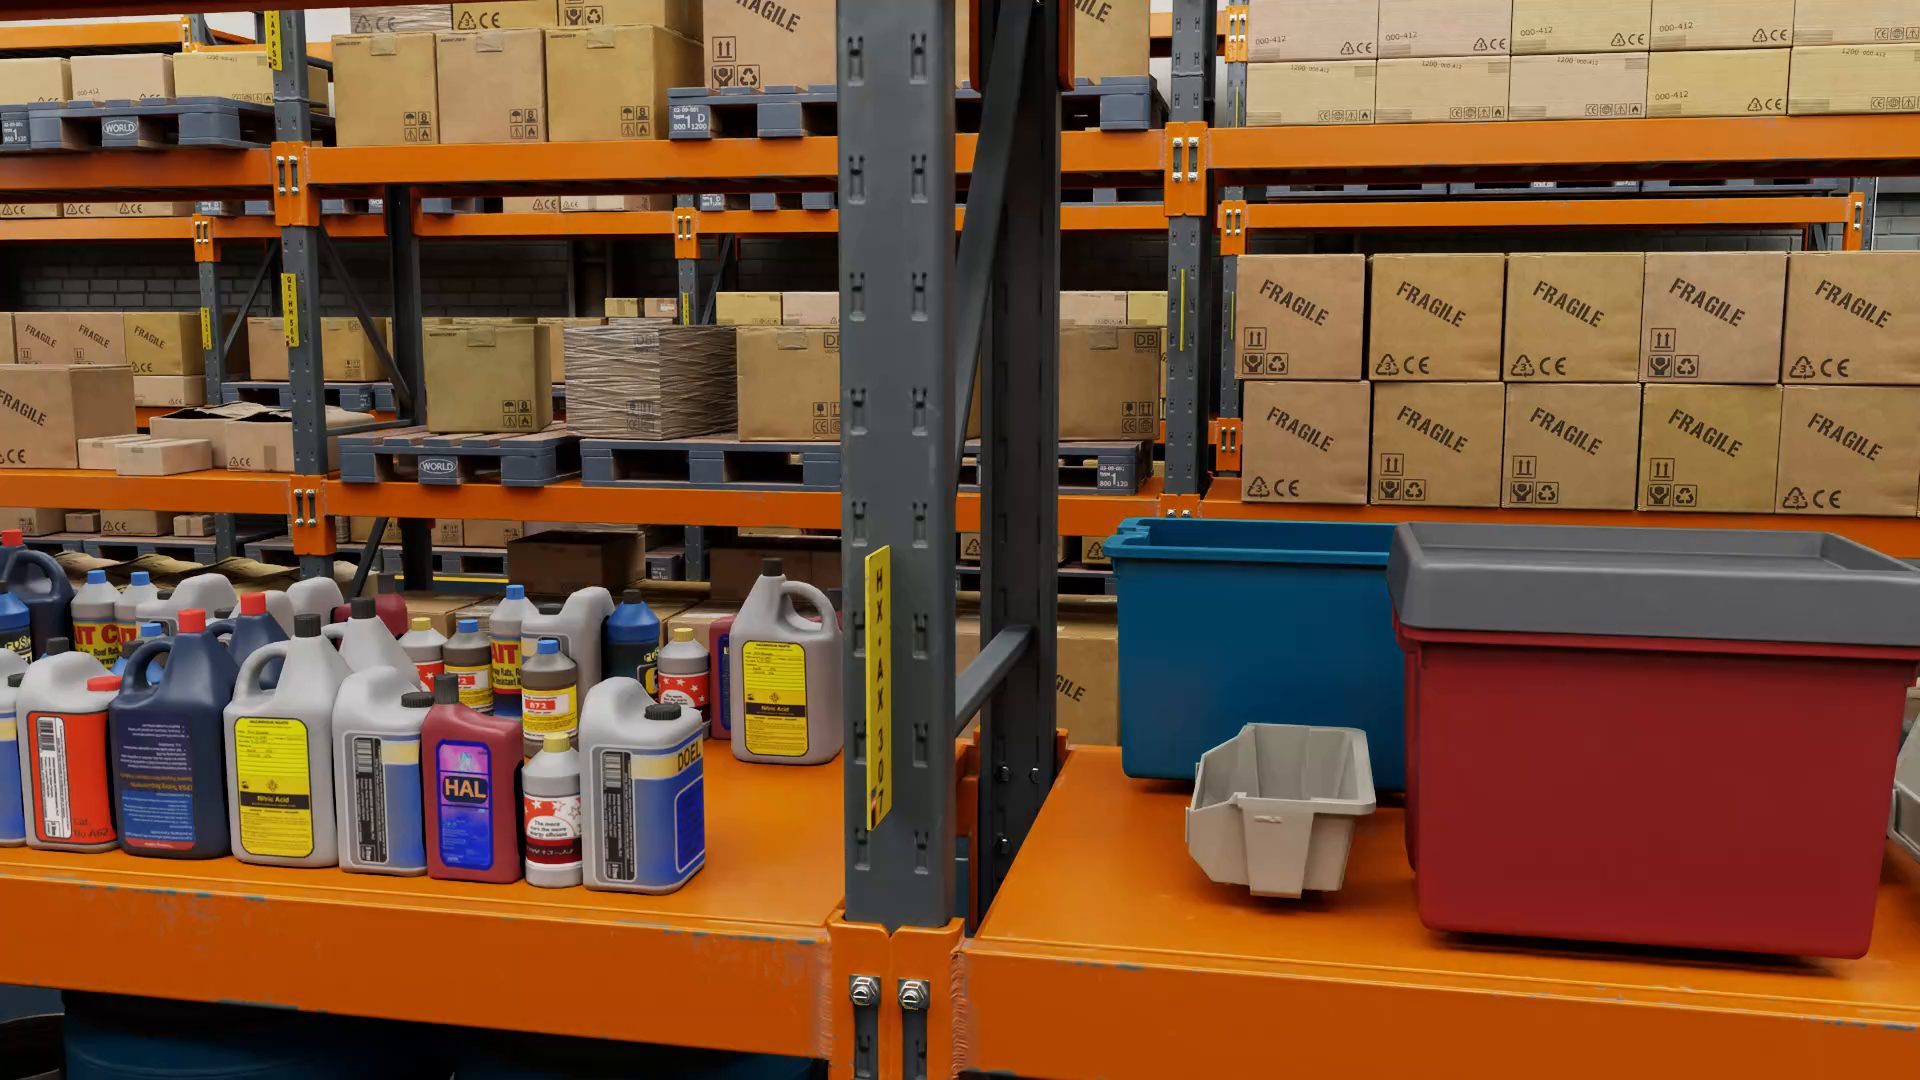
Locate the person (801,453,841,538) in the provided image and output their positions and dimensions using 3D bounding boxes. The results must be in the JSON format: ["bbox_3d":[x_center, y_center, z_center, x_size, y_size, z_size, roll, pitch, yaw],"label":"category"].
[{"bbox_3d":[-0.654,-0.066,9.749,0.581,1.619,0.462,2,8,12],"label":"person"}]
